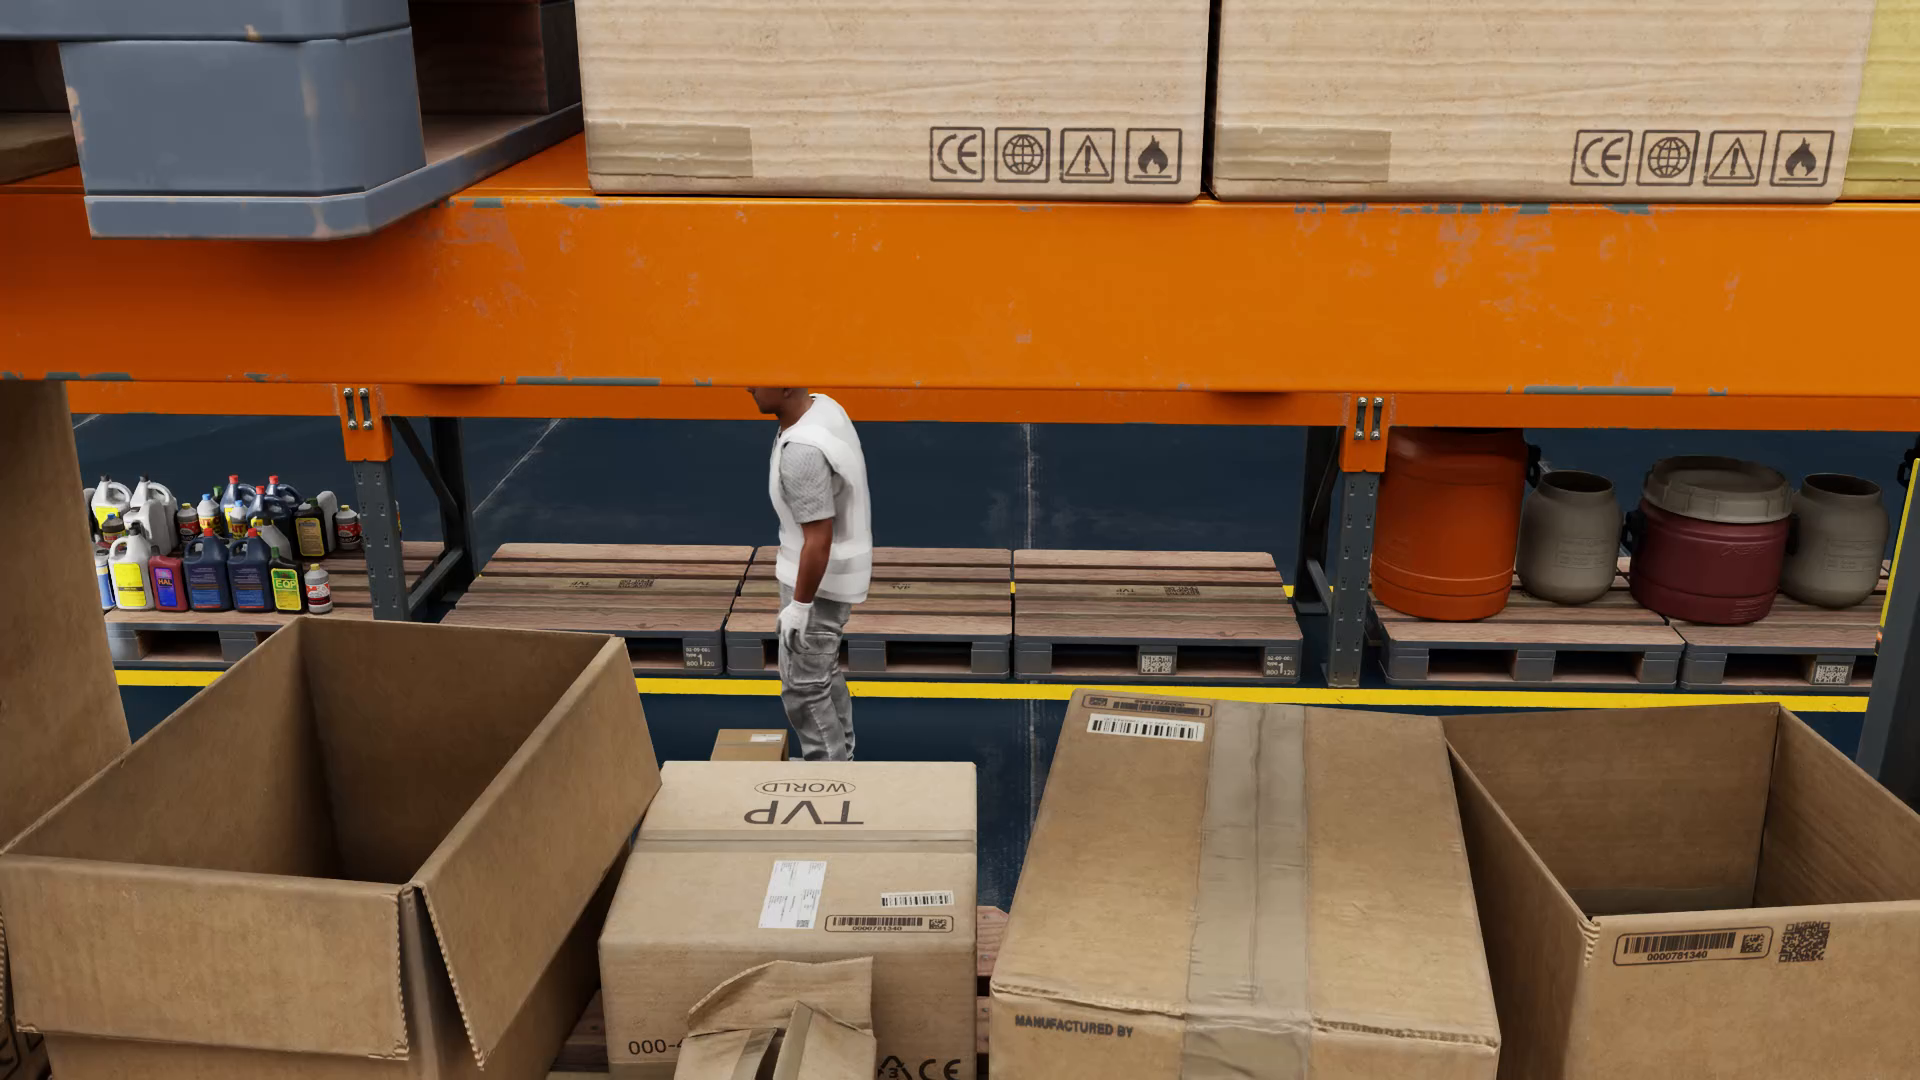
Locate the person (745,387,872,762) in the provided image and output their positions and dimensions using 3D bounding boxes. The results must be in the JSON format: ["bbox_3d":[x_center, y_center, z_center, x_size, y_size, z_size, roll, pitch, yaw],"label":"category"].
[{"bbox_3d":[-0.521,0.138,5.695,0.444,1.775,0.629,0,21,-1],"label":"person"}]
